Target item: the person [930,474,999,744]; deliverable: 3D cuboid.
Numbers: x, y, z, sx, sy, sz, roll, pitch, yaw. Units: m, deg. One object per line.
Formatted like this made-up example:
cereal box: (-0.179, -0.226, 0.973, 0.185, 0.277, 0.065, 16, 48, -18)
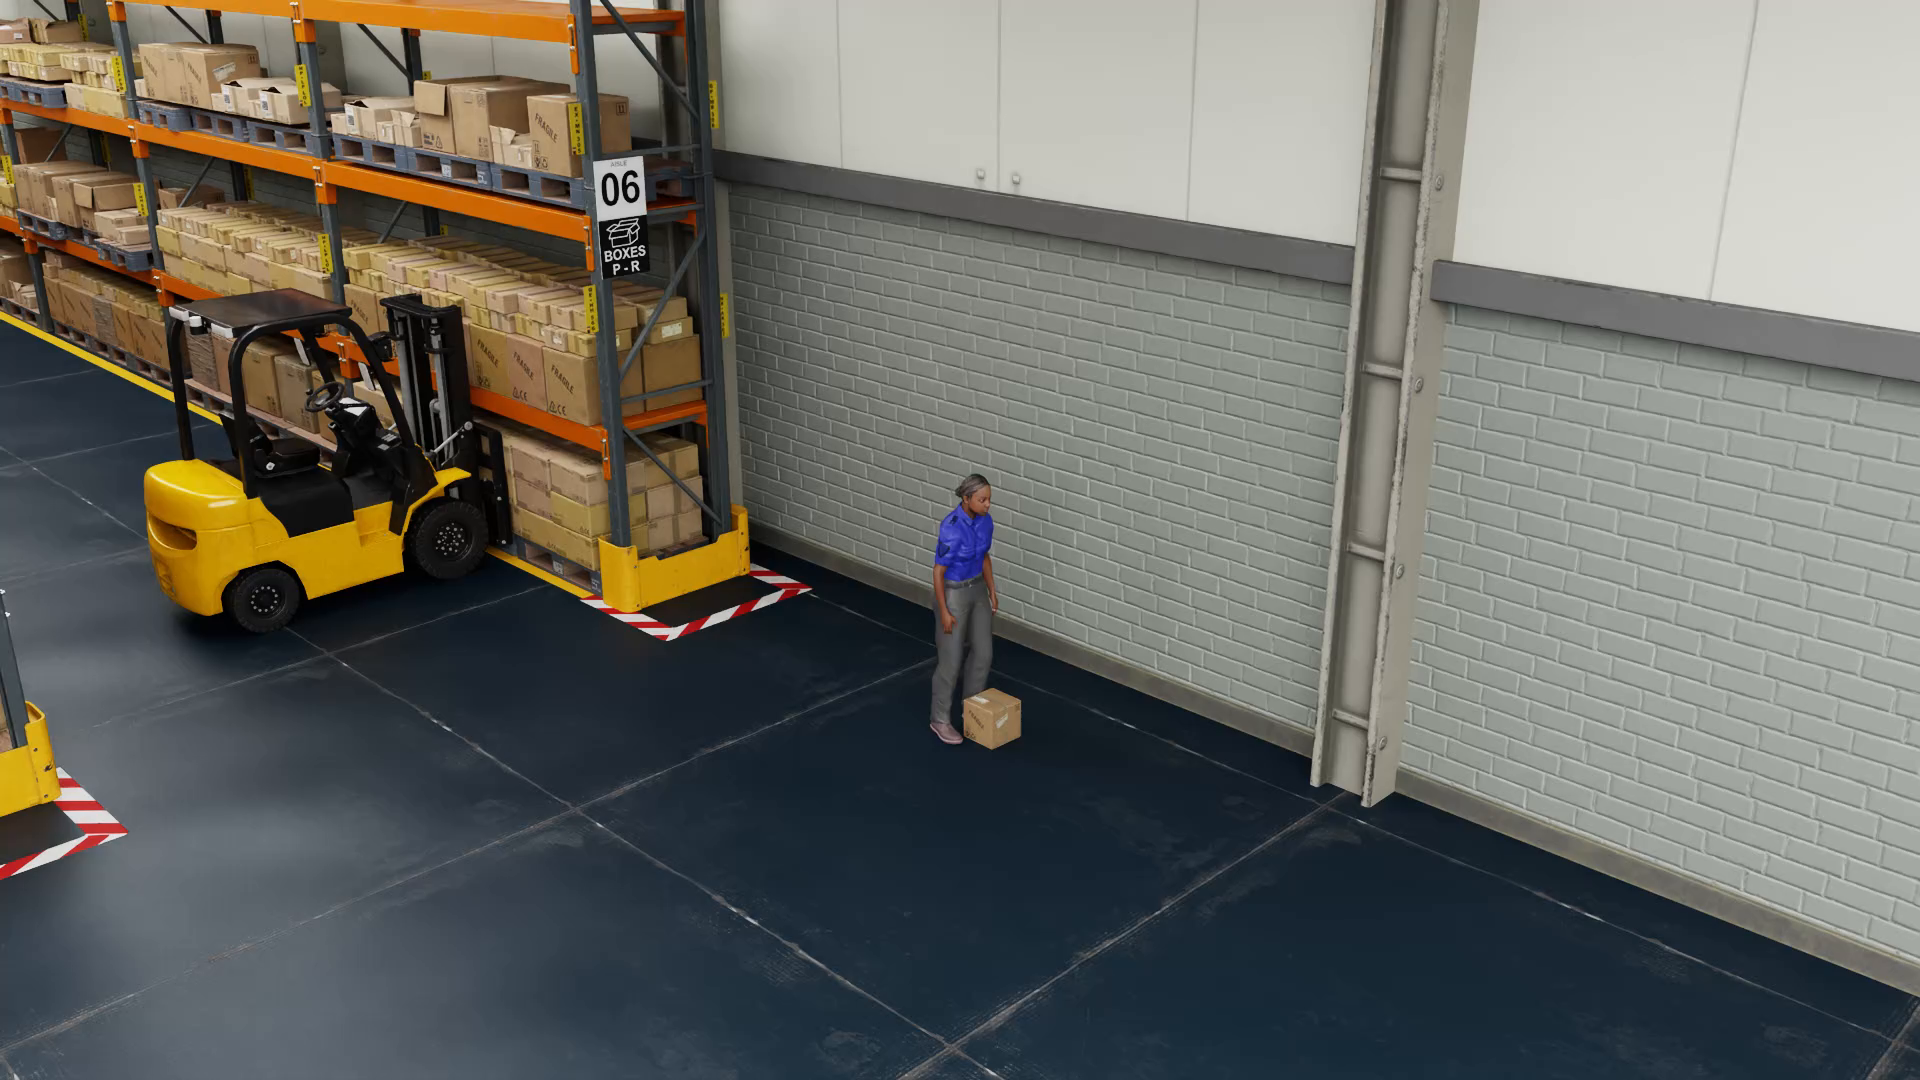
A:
person: (0.045, 0.386, 10.064, 0.395, 1.656, 0.530, 17, 27, 38)
